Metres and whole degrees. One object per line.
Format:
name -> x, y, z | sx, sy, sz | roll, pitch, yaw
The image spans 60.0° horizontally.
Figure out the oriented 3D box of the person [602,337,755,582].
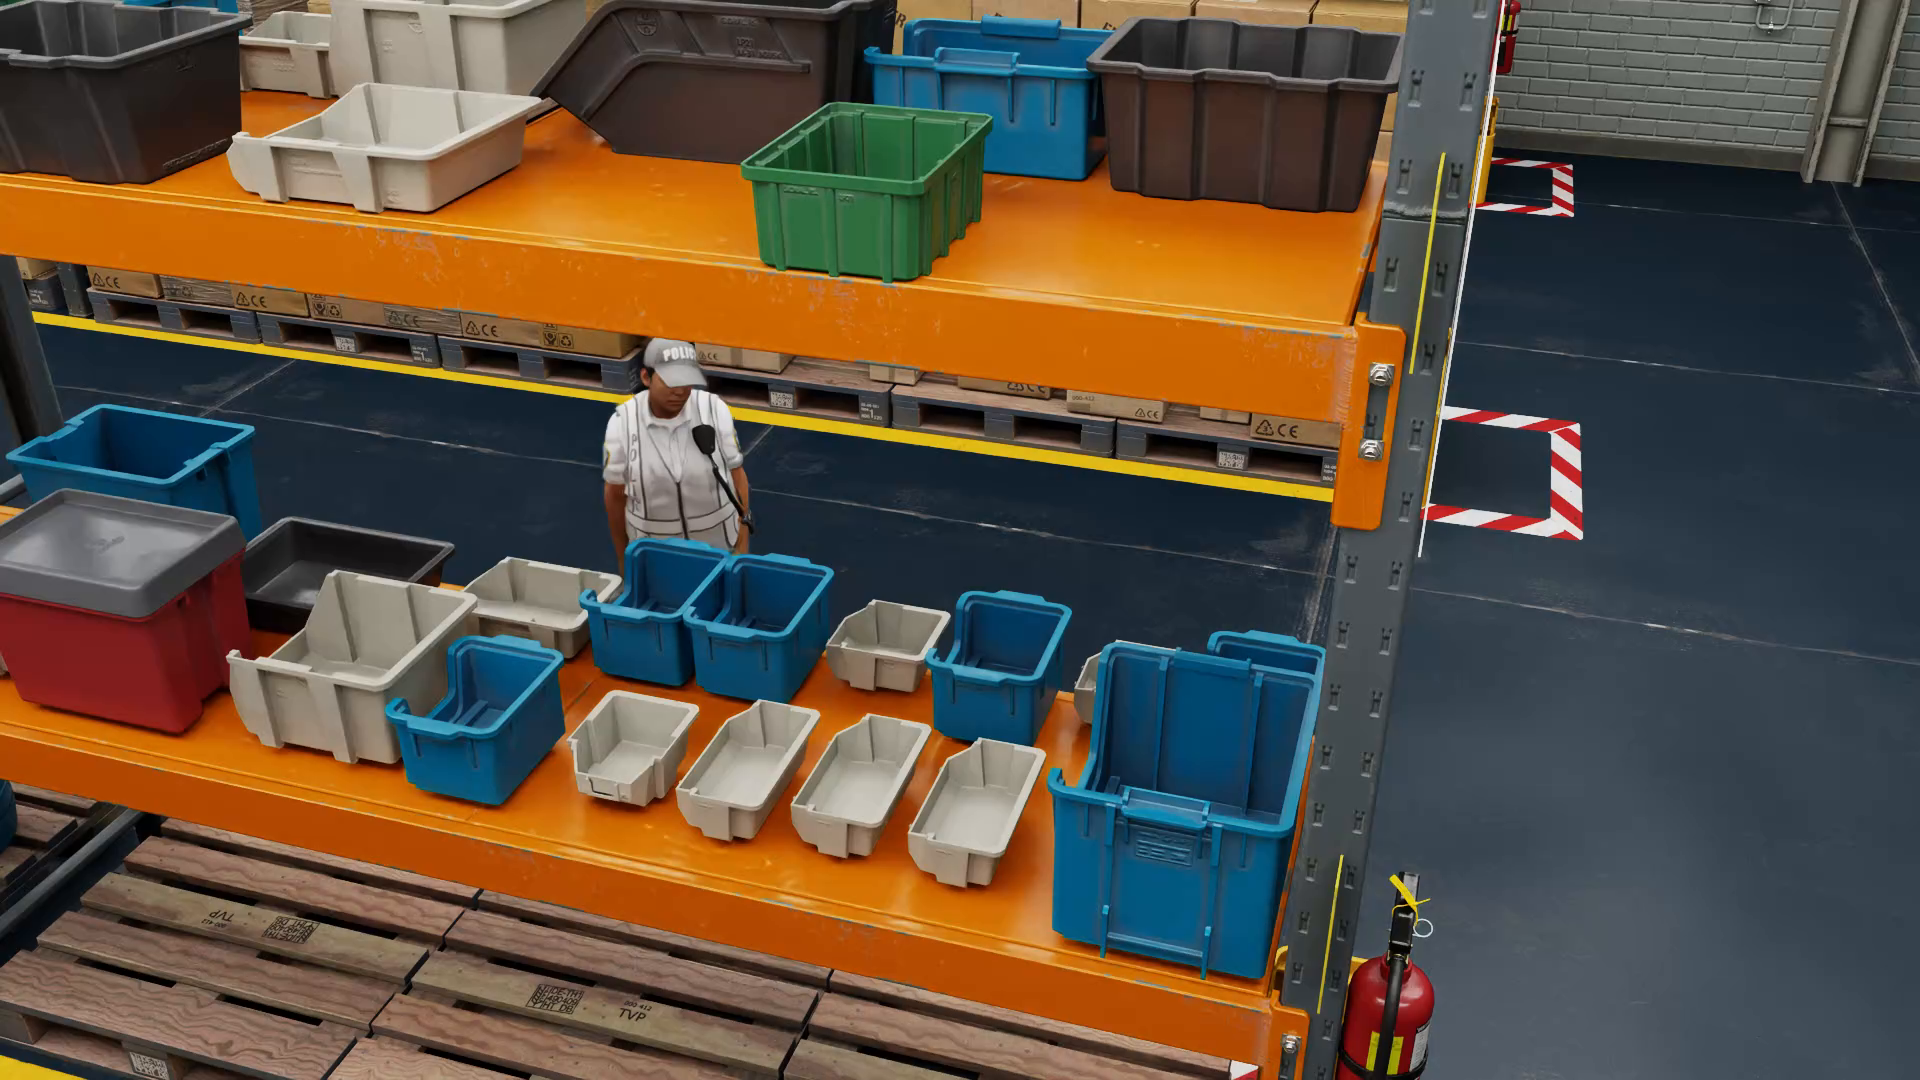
person -> -1.009, 0.051, 5.988 | 0.546, 1.673, 0.468 | -4, 30, -7
